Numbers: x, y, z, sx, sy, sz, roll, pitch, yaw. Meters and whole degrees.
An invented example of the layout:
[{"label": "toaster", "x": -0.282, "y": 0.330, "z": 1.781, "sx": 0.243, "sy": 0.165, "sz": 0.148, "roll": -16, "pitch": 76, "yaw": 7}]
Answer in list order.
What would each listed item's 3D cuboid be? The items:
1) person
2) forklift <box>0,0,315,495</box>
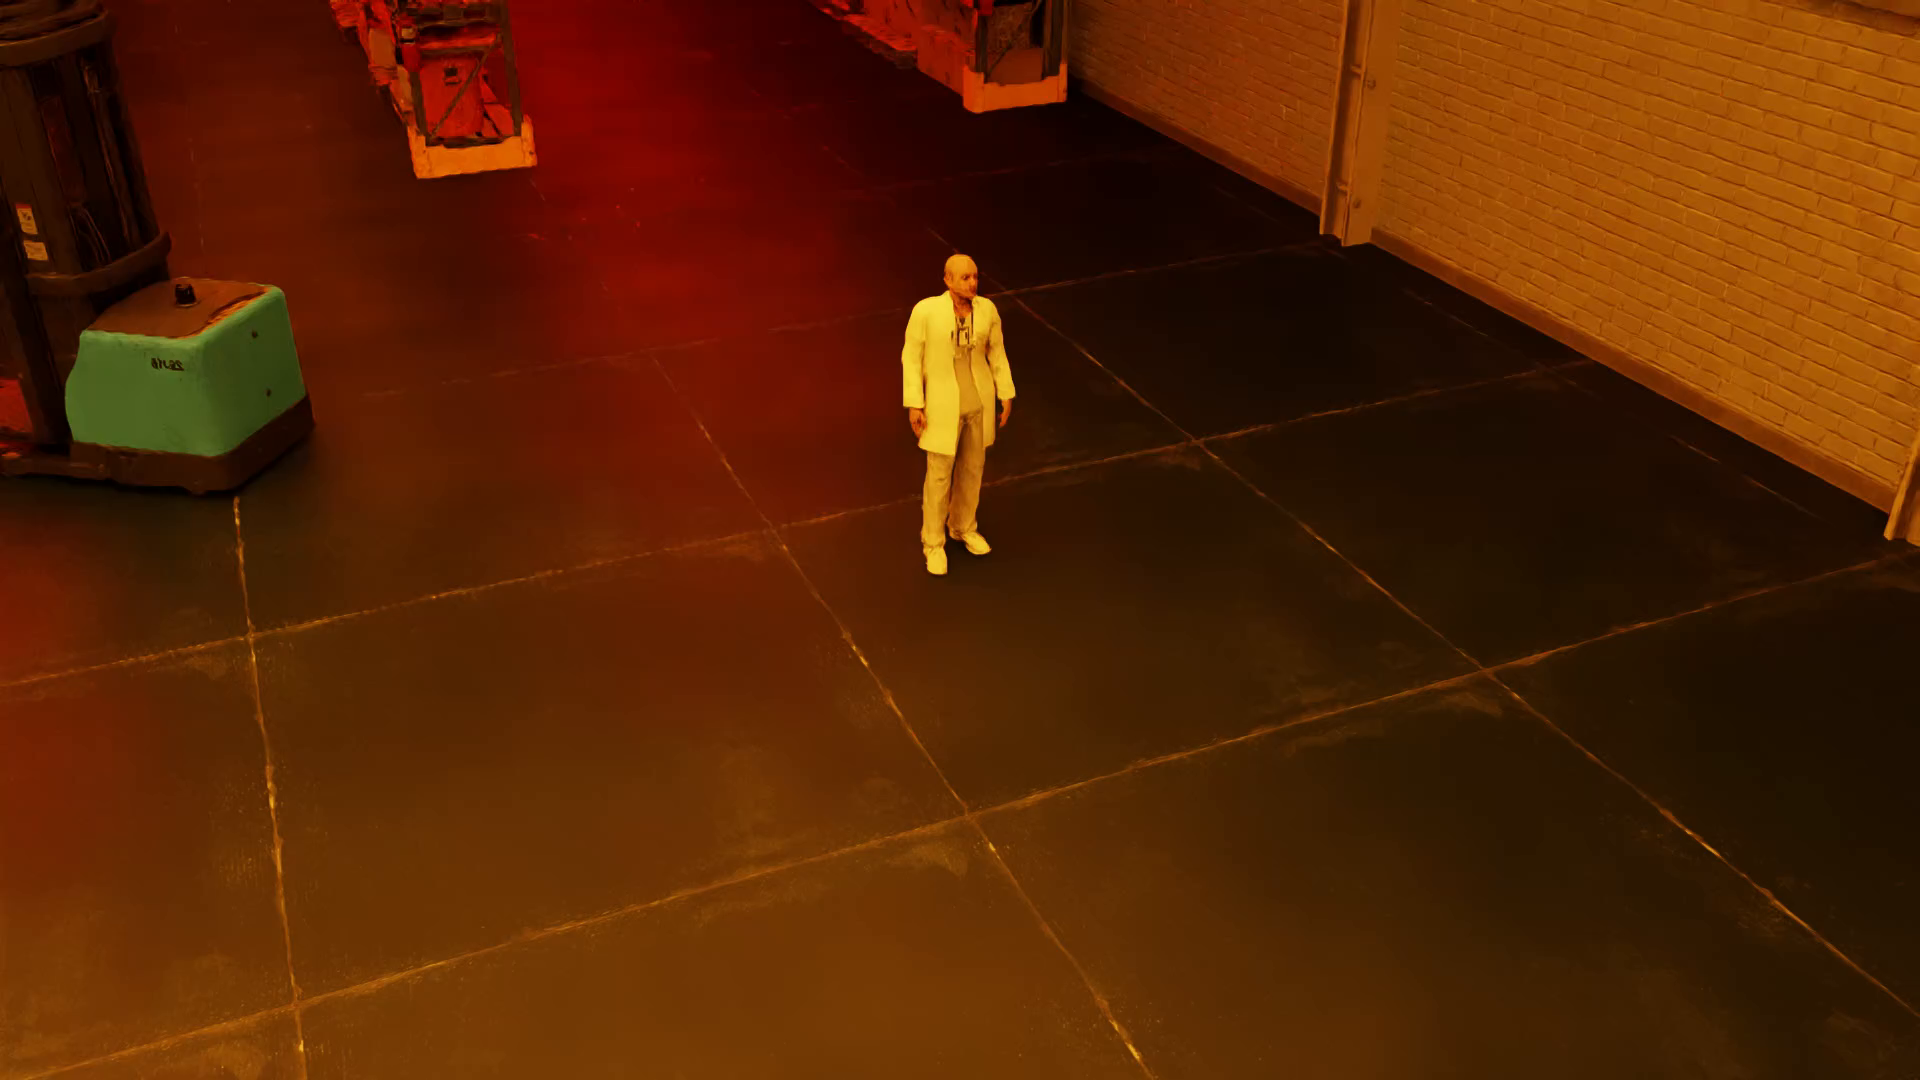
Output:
[{"label": "person", "x": 0.032, "y": -0.735, "z": 9.554, "sx": 0.694, "sy": 1.776, "sz": 0.579, "roll": -12, "pitch": 32, "yaw": -20}, {"label": "forklift", "x": -5.946, "y": -1.928, "z": 10.491, "sx": 3.031, "sy": 2.935, "sz": 1.130, "roll": 6, "pitch": 30, "yaw": 11}]
